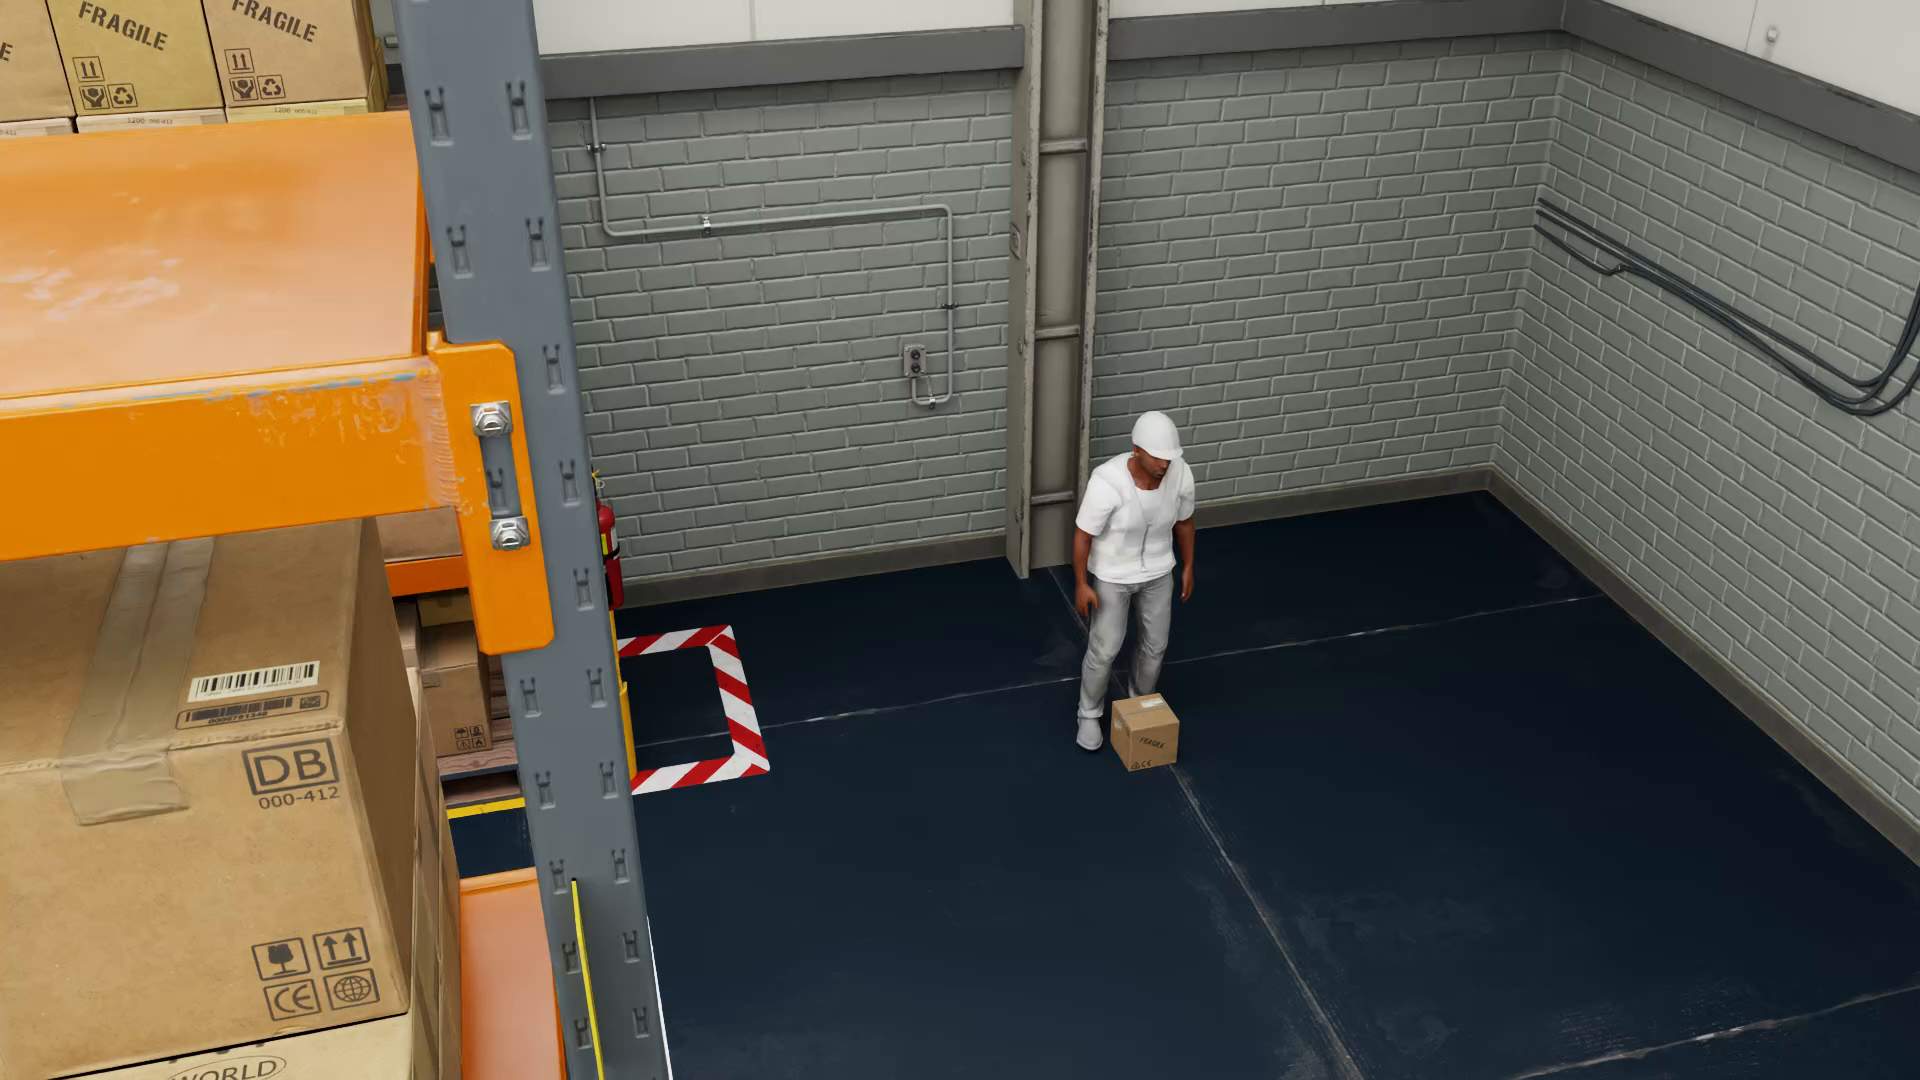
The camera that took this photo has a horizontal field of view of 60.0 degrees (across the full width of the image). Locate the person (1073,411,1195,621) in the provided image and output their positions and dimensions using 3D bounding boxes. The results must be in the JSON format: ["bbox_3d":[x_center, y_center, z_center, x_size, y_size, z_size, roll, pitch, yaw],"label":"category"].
[{"bbox_3d":[0.837,-0.129,7.751,0.632,1.062,0.462,-10,31,-16],"label":"person"}]
